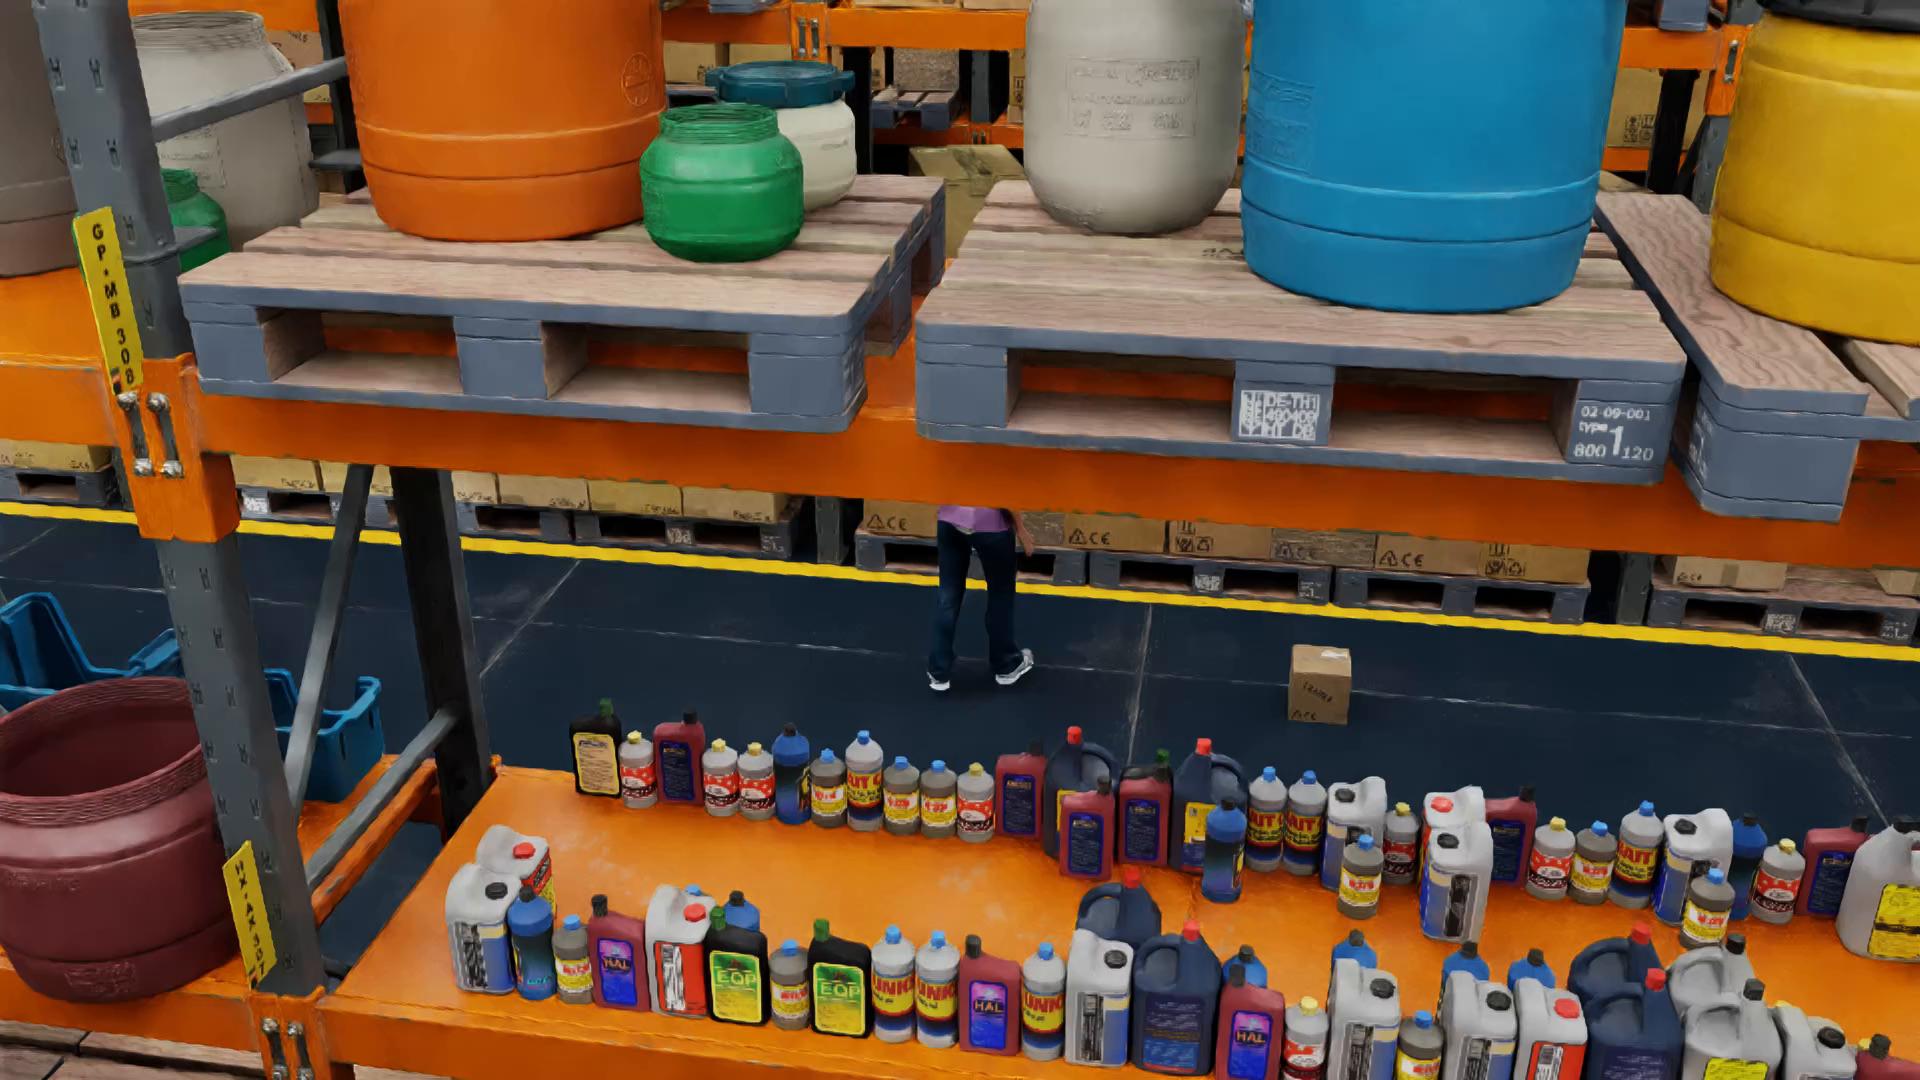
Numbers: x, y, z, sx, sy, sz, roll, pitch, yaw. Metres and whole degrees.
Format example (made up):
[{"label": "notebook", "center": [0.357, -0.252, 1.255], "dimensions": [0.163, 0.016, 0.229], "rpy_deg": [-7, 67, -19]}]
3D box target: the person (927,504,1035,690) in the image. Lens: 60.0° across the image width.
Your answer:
[{"label": "person", "center": [0.111, -0.079, 7.248], "dimensions": [0.511, 1.584, 0.516], "rpy_deg": [19, 31, 35]}]
